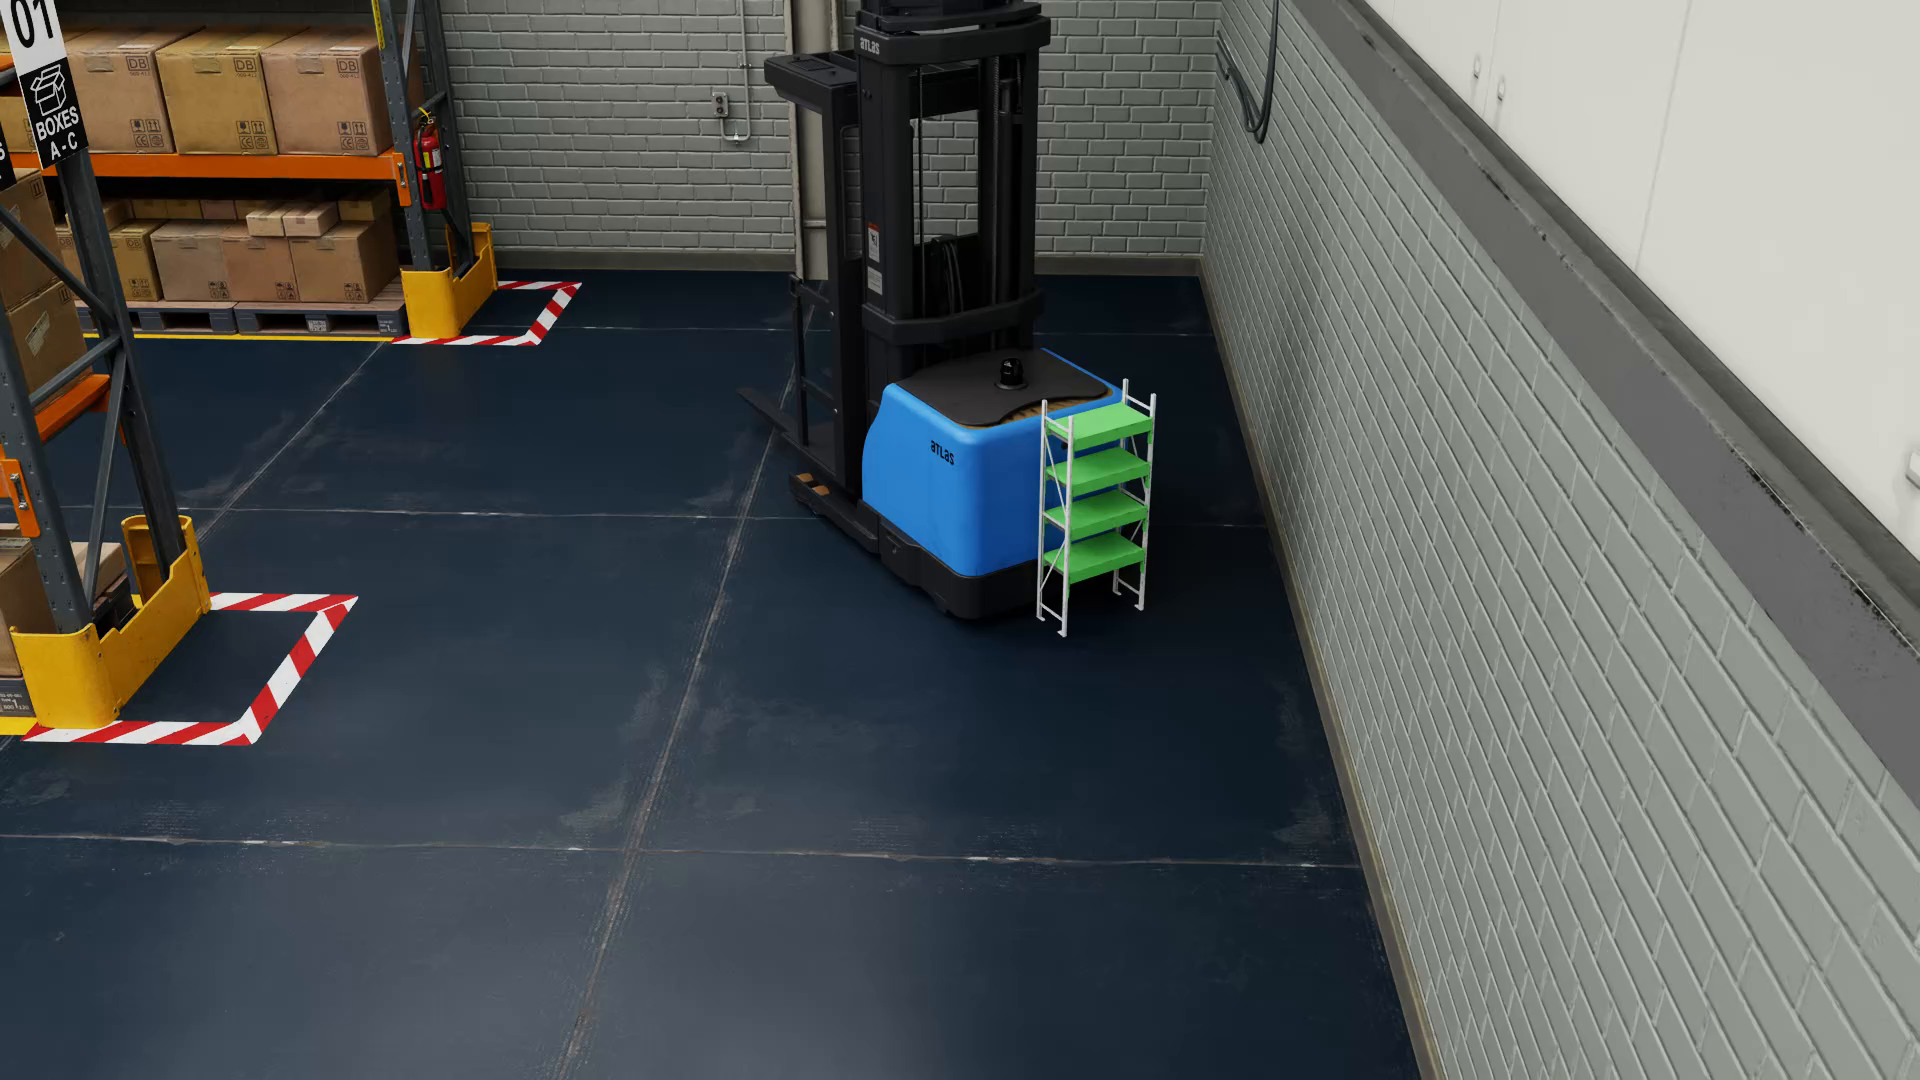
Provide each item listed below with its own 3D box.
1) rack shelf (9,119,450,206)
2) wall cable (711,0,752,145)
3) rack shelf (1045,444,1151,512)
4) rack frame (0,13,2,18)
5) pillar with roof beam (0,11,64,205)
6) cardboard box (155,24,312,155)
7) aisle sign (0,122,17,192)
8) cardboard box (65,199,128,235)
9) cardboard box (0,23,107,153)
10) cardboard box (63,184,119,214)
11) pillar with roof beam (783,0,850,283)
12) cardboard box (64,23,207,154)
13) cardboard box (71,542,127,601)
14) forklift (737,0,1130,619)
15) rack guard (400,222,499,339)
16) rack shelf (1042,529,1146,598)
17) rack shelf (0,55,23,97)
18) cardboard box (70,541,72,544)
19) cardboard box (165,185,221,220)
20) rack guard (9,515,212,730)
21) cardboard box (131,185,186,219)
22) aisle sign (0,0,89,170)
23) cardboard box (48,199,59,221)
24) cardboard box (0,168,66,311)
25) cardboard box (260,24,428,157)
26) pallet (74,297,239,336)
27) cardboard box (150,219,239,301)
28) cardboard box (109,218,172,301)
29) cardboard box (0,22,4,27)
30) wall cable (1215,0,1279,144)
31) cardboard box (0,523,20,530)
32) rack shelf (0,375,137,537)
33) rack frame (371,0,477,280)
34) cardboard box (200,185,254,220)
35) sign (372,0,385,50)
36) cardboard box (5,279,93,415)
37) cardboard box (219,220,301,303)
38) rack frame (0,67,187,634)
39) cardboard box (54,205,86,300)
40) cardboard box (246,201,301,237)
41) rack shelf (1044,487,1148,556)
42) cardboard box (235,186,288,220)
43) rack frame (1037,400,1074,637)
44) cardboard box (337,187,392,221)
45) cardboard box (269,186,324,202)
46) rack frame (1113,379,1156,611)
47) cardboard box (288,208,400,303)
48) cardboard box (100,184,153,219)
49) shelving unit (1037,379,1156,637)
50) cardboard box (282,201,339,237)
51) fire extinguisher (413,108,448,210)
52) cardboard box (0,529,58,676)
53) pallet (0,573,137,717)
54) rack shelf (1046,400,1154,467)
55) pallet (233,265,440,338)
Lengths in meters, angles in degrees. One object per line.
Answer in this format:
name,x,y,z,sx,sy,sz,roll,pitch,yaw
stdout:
rack shelf,-5.810,-2.767,12.034,4.000,0.370,1.077,1,28,2
wall cable,-2.498,-3.922,12.361,1.851,1.984,0.084,1,28,2
rack shelf,0.669,-0.309,8.176,0.480,0.148,0.258,-17,32,-28
rack frame,-3.982,-3.383,6.024,0.127,3.000,1.000,1,28,2
pillar with roof beam,-7.230,-4.146,7.464,0.400,9.000,9.100,1,28,2
cardboard box,-5.049,-3.194,11.753,0.700,0.700,0.980,1,28,1
aisle sign,-3.925,-1.737,6.548,0.004,0.787,0.394,1,28,2
cardboard box,-6.207,-2.325,11.962,0.250,0.149,0.380,0,28,0
cardboard box,-6.538,-3.219,11.799,0.700,0.700,0.980,0,28,0
cardboard box,-6.413,-2.508,12.307,0.250,0.149,0.380,0,28,0
pillar with roof beam,-1.234,-4.047,7.277,0.400,9.000,9.100,1,28,2
cardboard box,-5.810,-3.211,11.785,0.700,0.700,0.980,0,28,-1
cardboard box,-4.389,0.165,8.311,0.250,0.149,0.380,1,28,2
forklift,-0.334,-1.544,9.034,1.130,2.935,3.031,-16,32,-28
rack guard,-3.787,-1.947,12.388,0.348,0.500,1.175,1,28,2
rack shelf,0.669,0.115,8.401,0.480,0.148,0.258,-17,32,-28
rack shelf,-5.981,-1.773,6.958,4.000,0.370,1.077,1,28,2
cardboard box,-4.638,0.153,8.314,0.250,0.166,0.380,1,28,2
cardboard box,-5.649,-2.496,12.283,0.250,0.149,0.380,1,28,2
rack guard,-4.058,0.371,8.017,0.348,0.500,1.175,1,28,2
cardboard box,-5.902,-2.500,12.291,0.250,0.149,0.380,0,28,1
aisle sign,-3.904,-2.018,7.078,0.004,0.787,0.394,1,28,2
cardboard box,-6.729,-2.334,11.978,0.250,0.149,0.380,2,28,4
cardboard box,-4.416,-1.349,7.419,0.500,0.500,0.500,2,28,3
cardboard box,-4.321,-3.188,11.740,0.700,0.700,0.980,2,28,4
pallet,-5.829,-1.817,12.453,1.213,0.211,1.003,1,28,2
cardboard box,-5.517,-2.114,12.255,0.500,0.500,0.700,0,28,0
cardboard box,-6.050,-2.119,12.265,0.500,0.500,0.700,2,28,3
cardboard box,-7.267,-3.233,11.827,0.700,0.700,0.980,1,28,3
wall cable,1.829,-4.069,10.634,0.112,2.526,3.097,1,28,2
cardboard box,-5.015,0.138,8.253,0.500,0.250,0.500,1,28,2
rack shelf,-5.981,-0.448,7.660,4.000,0.370,1.077,1,28,2
rack frame,-3.811,-3.051,11.804,0.127,3.000,1.000,1,28,2
cardboard box,-5.393,-2.492,12.276,0.250,0.149,0.380,1,28,3
sign,-3.844,-3.414,10.998,0.005,0.325,0.100,1,28,2
cardboard box,-4.416,-0.908,7.653,0.500,0.500,0.500,2,28,3
cardboard box,-5.014,-2.106,12.240,0.500,0.500,0.700,1,28,2
rack frame,-3.982,-0.733,7.429,0.127,3.000,1.000,1,28,2
cardboard box,-6.563,-2.128,12.283,0.500,0.500,0.700,1,28,1
cardboard box,-4.904,-2.305,11.923,0.250,0.149,0.380,2,28,3
rack shelf,0.669,-0.097,8.289,0.480,0.148,0.258,-17,32,-28
cardboard box,-5.139,-2.488,12.268,0.250,0.149,0.380,1,28,2
rack frame,0.463,-0.092,8.143,0.015,1.200,0.240,-17,32,-28
cardboard box,-4.382,-2.475,12.245,0.250,0.149,0.380,1,28,2
cardboard box,-4.889,-2.483,12.260,0.250,0.149,0.380,1,28,2
rack frame,0.874,-0.215,8.375,0.015,1.200,0.240,-17,32,-28
cardboard box,-4.514,-2.097,12.224,0.500,0.500,0.700,1,28,2
cardboard box,-6.160,-2.504,12.299,0.250,0.149,0.380,1,28,2
shelving unit,0.669,-0.154,8.259,0.503,1.200,0.258,-17,32,-28
cardboard box,-4.649,-2.301,11.915,0.250,0.149,0.380,1,28,1
fire extinguisher,-3.677,-2.634,11.497,0.183,0.674,0.296,1,28,2
cardboard box,-4.534,0.284,7.711,0.500,0.500,0.500,1,28,2
pallet,-4.855,0.486,8.109,1.213,0.211,1.003,1,28,2
rack shelf,0.669,-0.521,8.064,0.480,0.148,0.258,-17,32,-28
pallet,-4.613,-1.796,12.413,1.213,0.211,1.003,1,28,2
